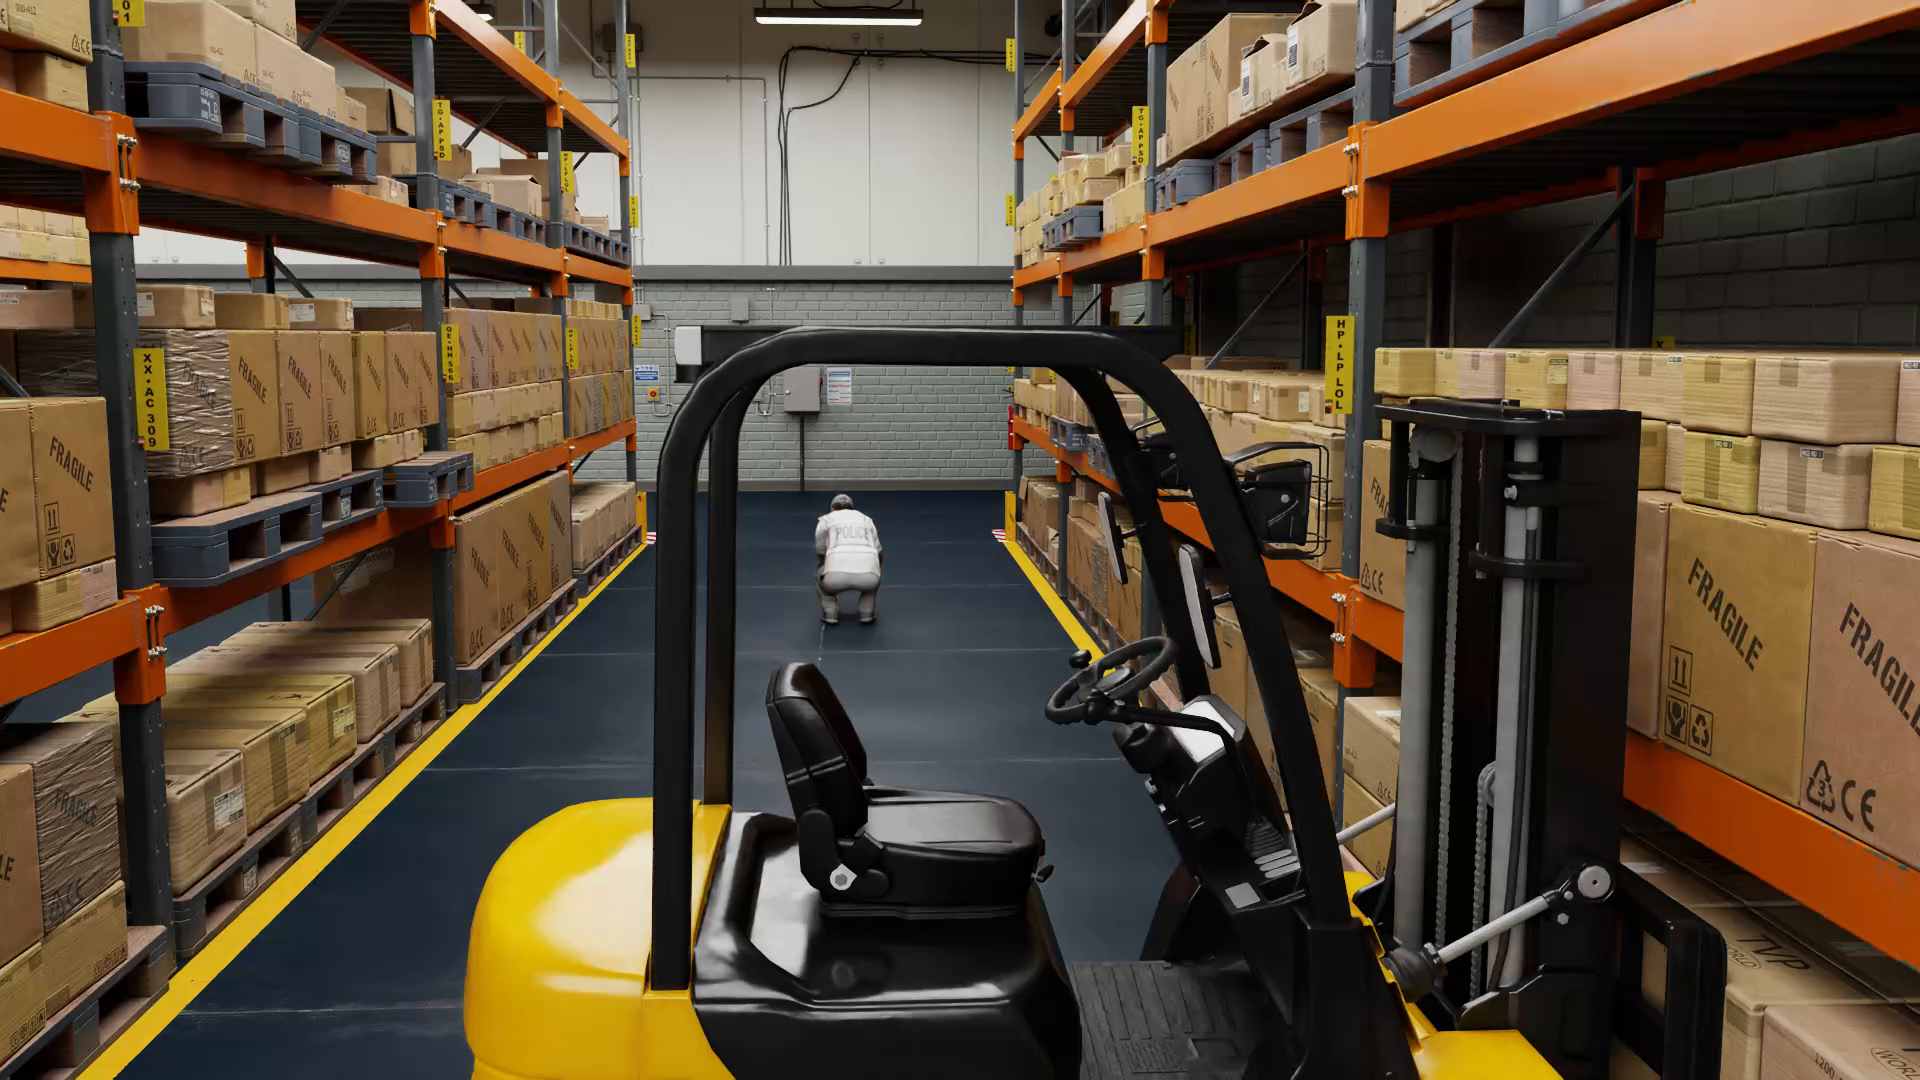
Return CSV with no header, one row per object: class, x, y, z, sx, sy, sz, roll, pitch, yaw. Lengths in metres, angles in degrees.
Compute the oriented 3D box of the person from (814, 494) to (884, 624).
person,-0.840,0.147,12.581,0.535,0.945,0.818,-1,7,-4
